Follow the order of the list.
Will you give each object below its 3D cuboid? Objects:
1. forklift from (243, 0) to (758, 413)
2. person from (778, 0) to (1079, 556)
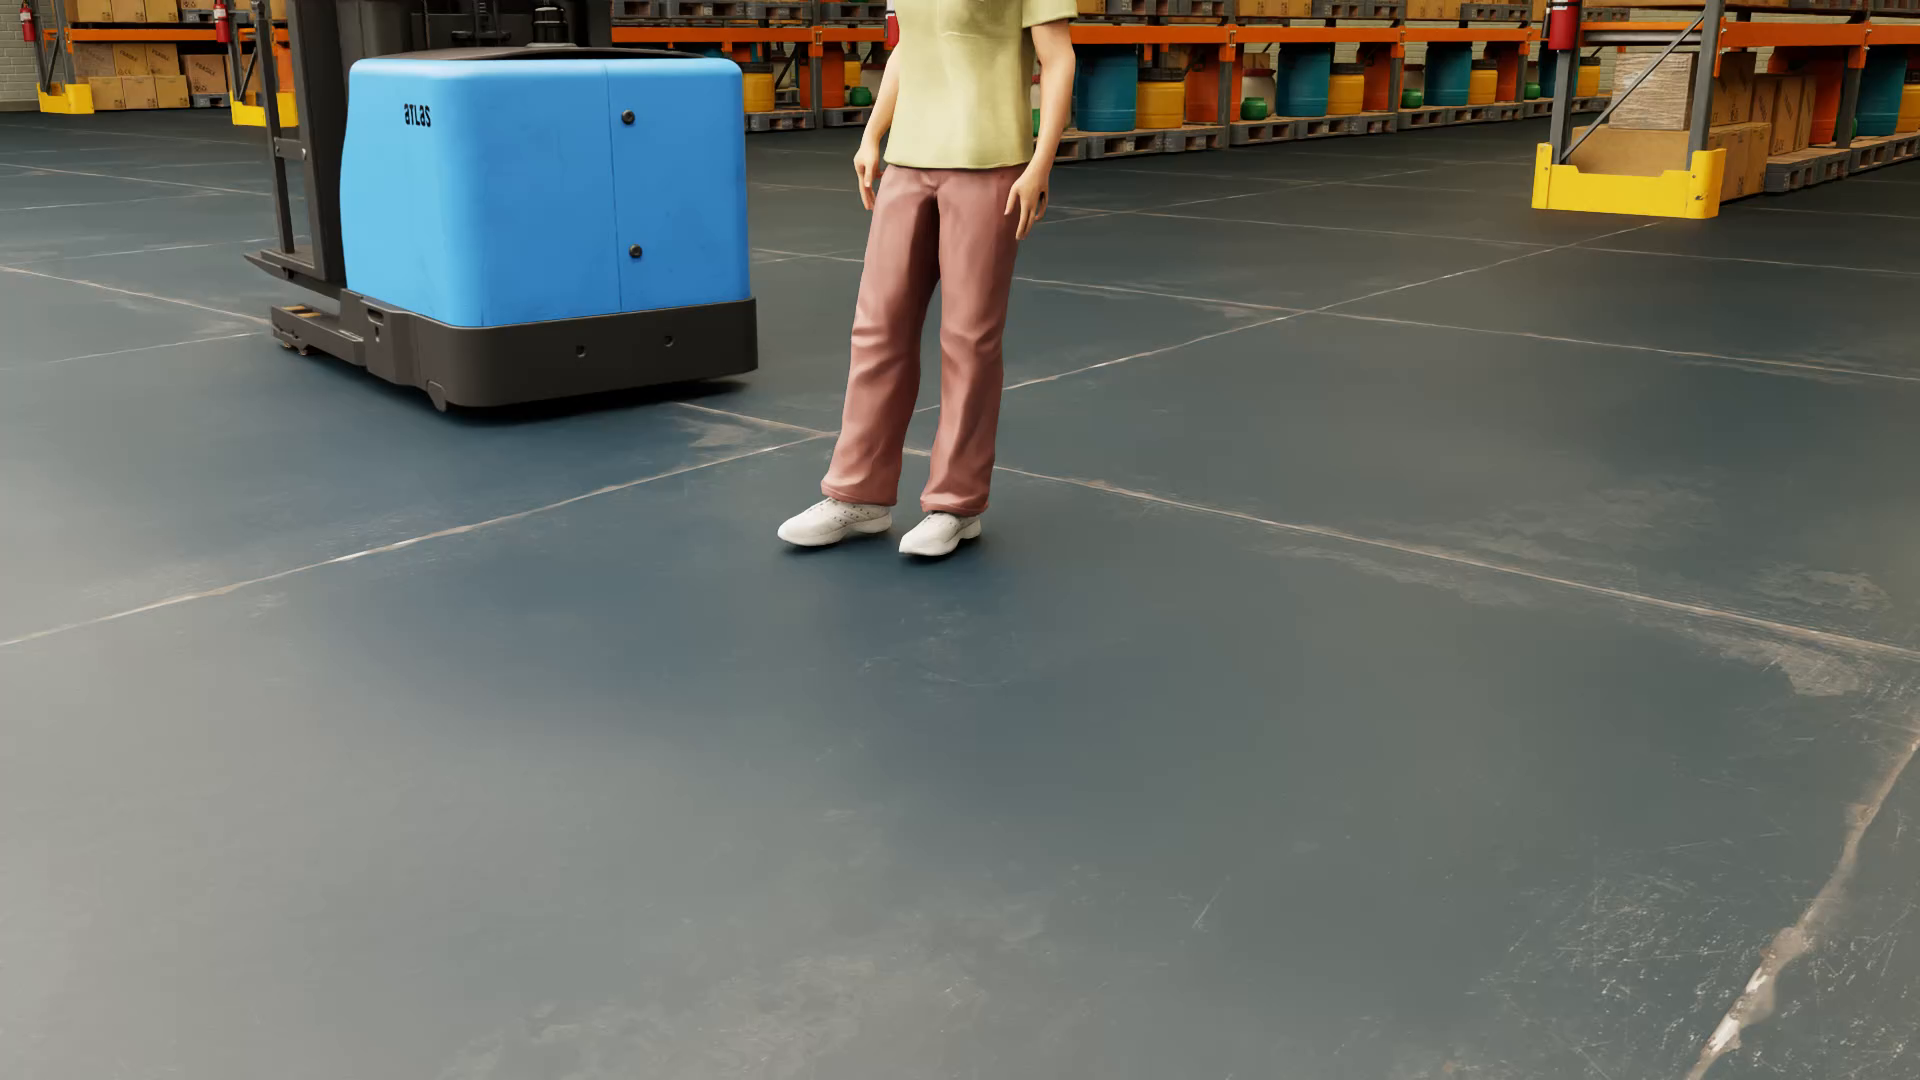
[{"bbox_3d":[-1.973,-2.163,6.020,1.130,2.935,3.031,-13,21,-36],"label":"forklift"},{"bbox_3d":[-0.056,-0.794,3.649,0.553,1.675,0.549,13,21,37],"label":"person"}]
